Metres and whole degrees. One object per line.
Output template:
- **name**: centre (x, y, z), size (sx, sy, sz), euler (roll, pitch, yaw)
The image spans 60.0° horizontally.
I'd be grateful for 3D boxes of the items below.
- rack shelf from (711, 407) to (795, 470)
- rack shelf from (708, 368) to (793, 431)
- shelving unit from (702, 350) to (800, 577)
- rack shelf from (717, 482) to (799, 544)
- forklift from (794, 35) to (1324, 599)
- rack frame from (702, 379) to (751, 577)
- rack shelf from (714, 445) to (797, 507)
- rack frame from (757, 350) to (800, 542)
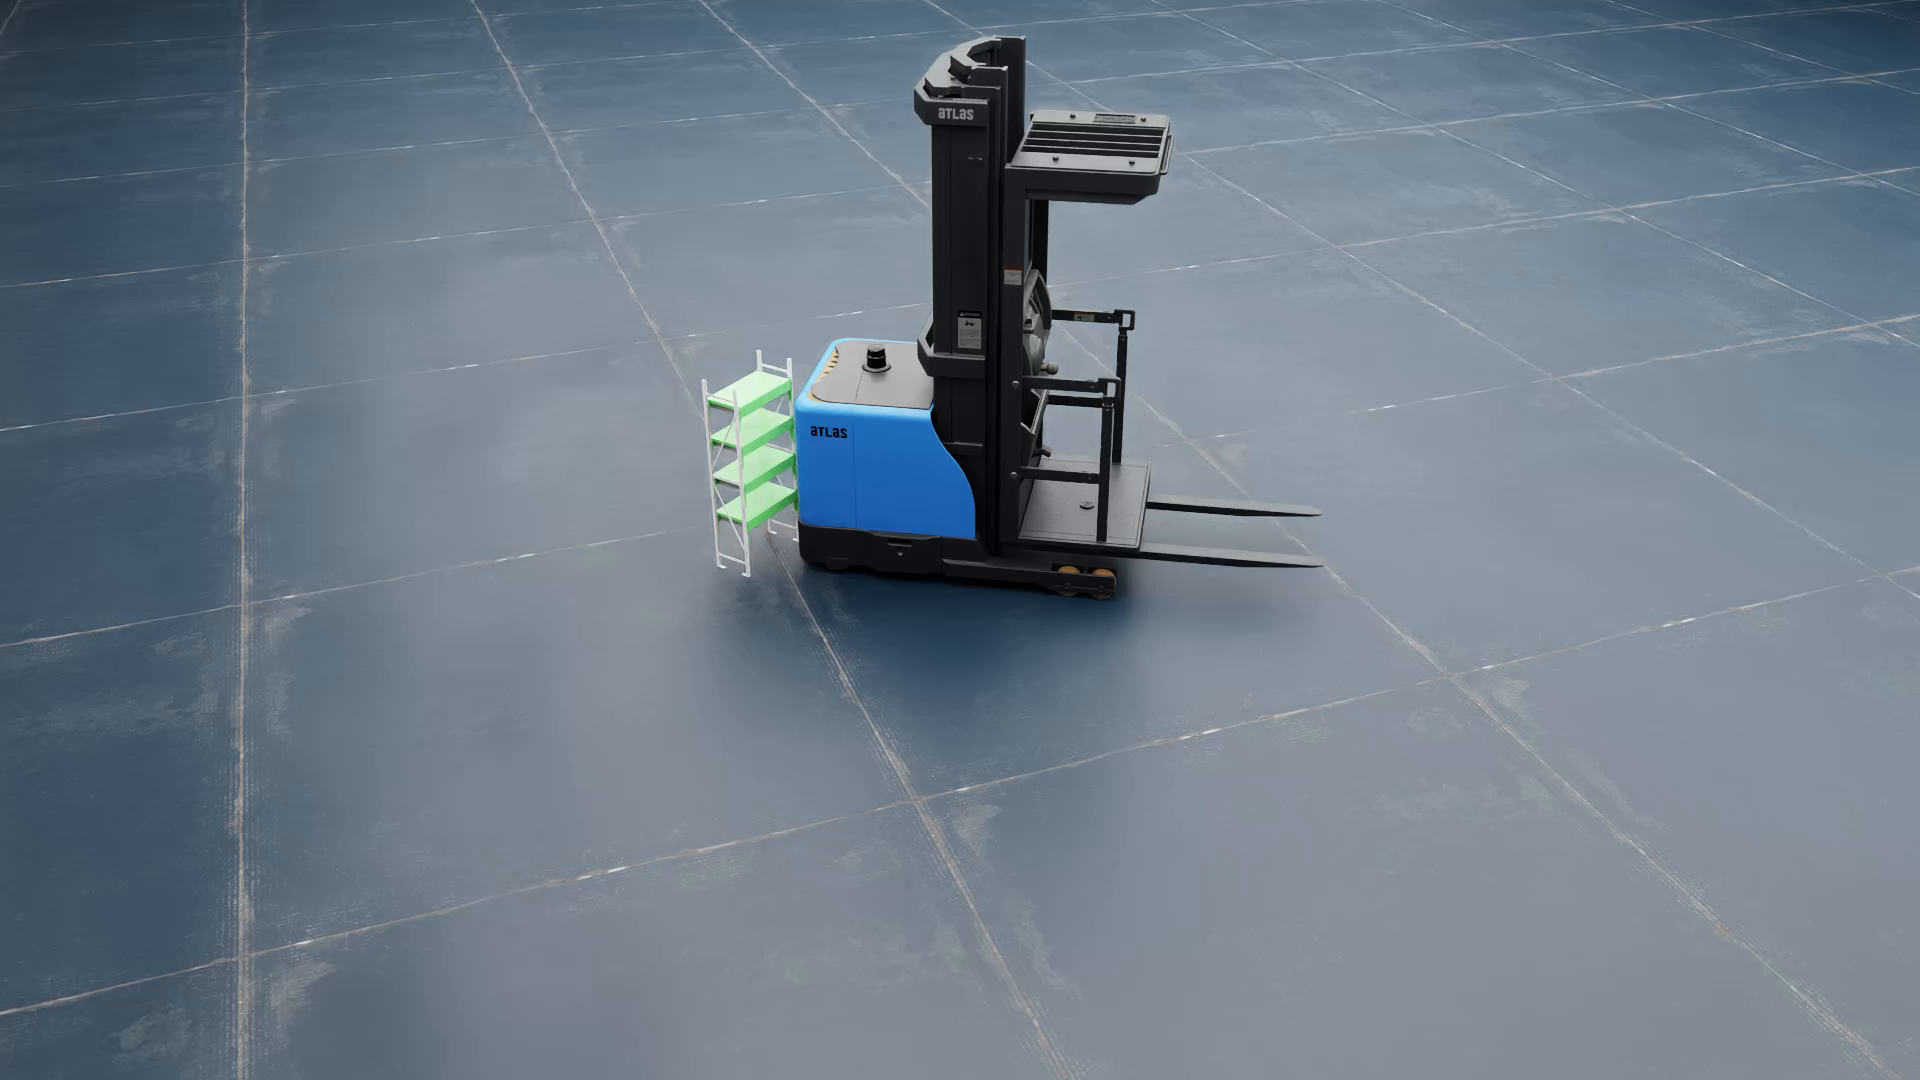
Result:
- **rack shelf**: centre (-1.199, -0.592, 9.572), size (0.258, 0.148, 0.480), euler (17, 34, 28)
- **rack shelf**: centre (-1.199, -0.801, 9.454), size (0.258, 0.148, 0.480), euler (17, 34, 28)
- **shelving unit**: centre (-1.199, -0.439, 9.659), size (0.258, 1.200, 0.503), euler (17, 34, 28)
- **rack shelf**: centre (-1.199, -0.175, 9.810), size (0.258, 0.148, 0.480), euler (17, 34, 28)
- **forklift**: centre (0.618, -1.222, 9.284), size (3.031, 2.935, 1.130), euler (5, 30, 8)
- **rack frame**: centre (-1.330, -0.337, 9.480), size (0.240, 1.200, 0.015), euler (17, 34, 28)
- **rack shelf**: centre (-1.199, -0.384, 9.691), size (0.258, 0.148, 0.480), euler (17, 34, 28)
- **rack frame**: centre (-1.069, -0.541, 9.839), size (0.240, 1.200, 0.015), euler (17, 34, 28)
